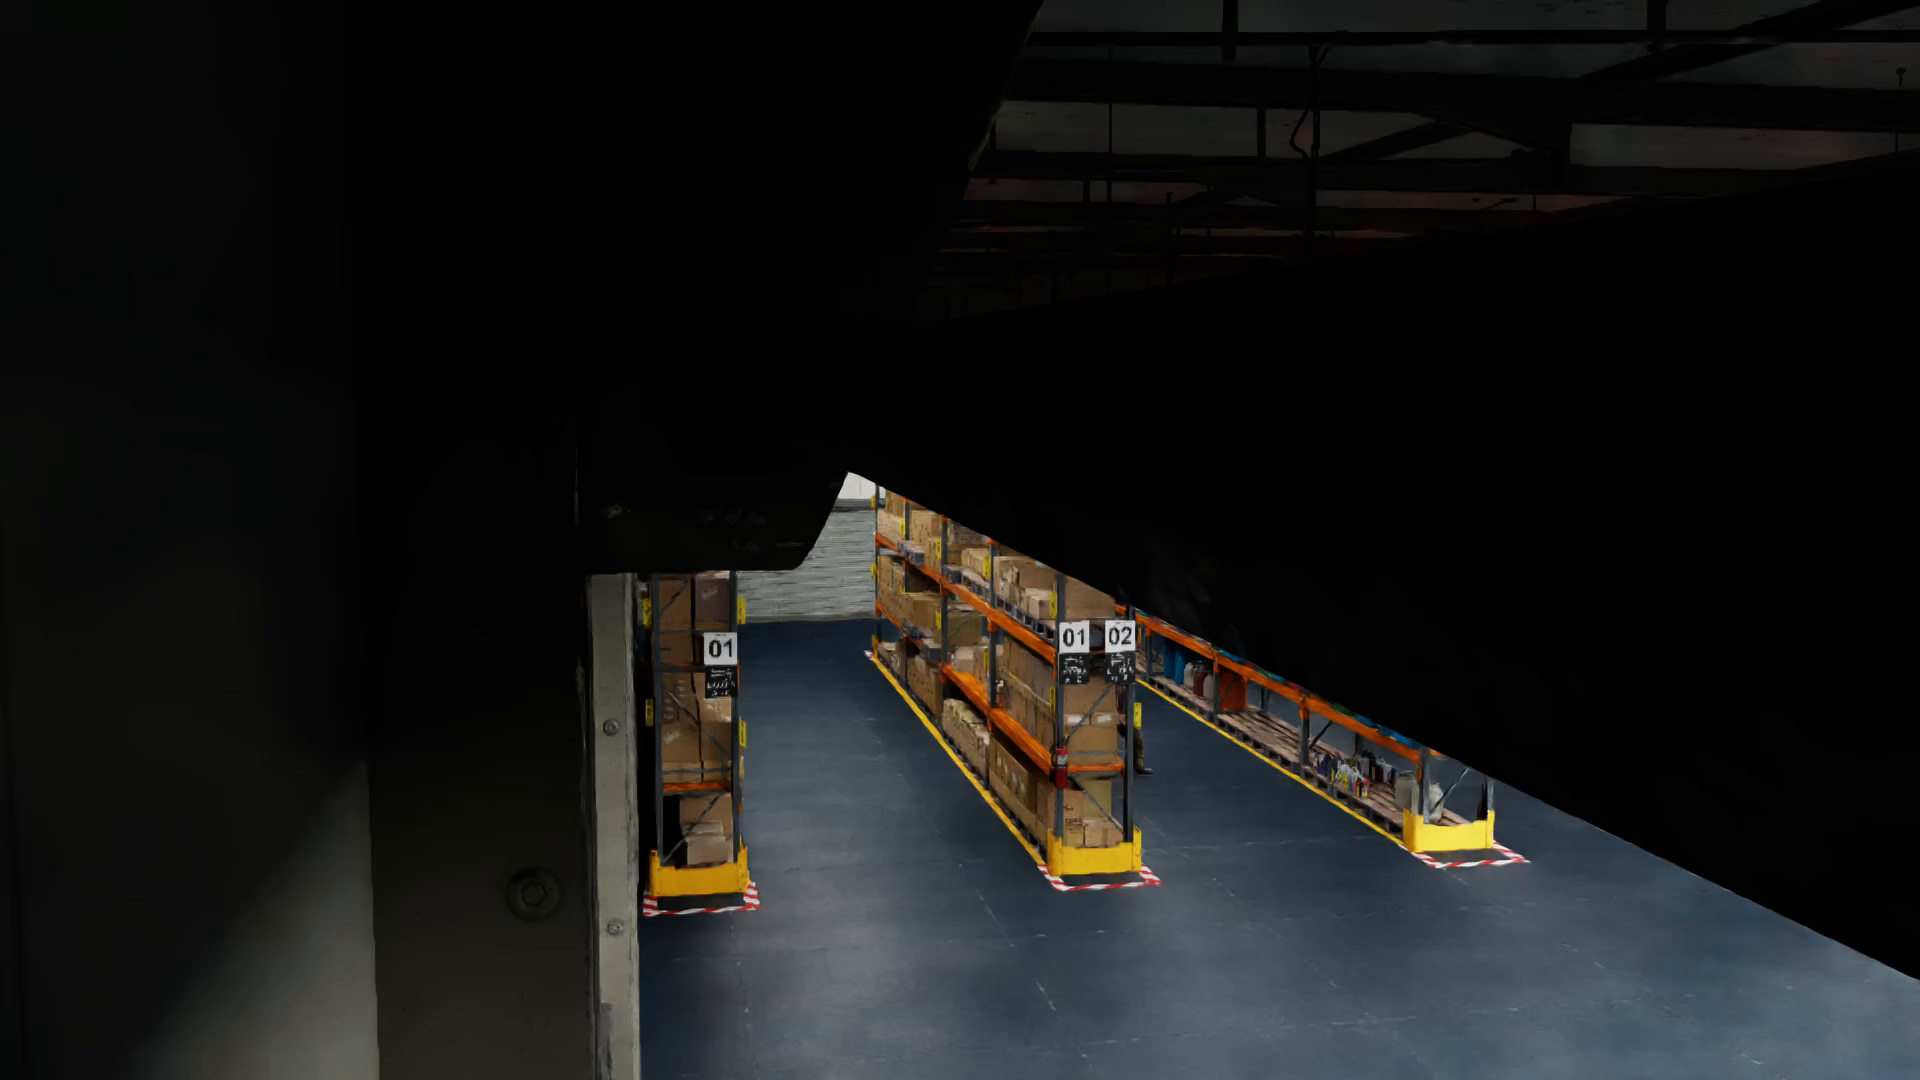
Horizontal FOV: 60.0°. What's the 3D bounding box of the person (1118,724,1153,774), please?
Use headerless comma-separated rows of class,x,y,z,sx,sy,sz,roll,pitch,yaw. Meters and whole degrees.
person,2.521,3.140,26.036,0.667,1.030,0.891,-3,7,-27
